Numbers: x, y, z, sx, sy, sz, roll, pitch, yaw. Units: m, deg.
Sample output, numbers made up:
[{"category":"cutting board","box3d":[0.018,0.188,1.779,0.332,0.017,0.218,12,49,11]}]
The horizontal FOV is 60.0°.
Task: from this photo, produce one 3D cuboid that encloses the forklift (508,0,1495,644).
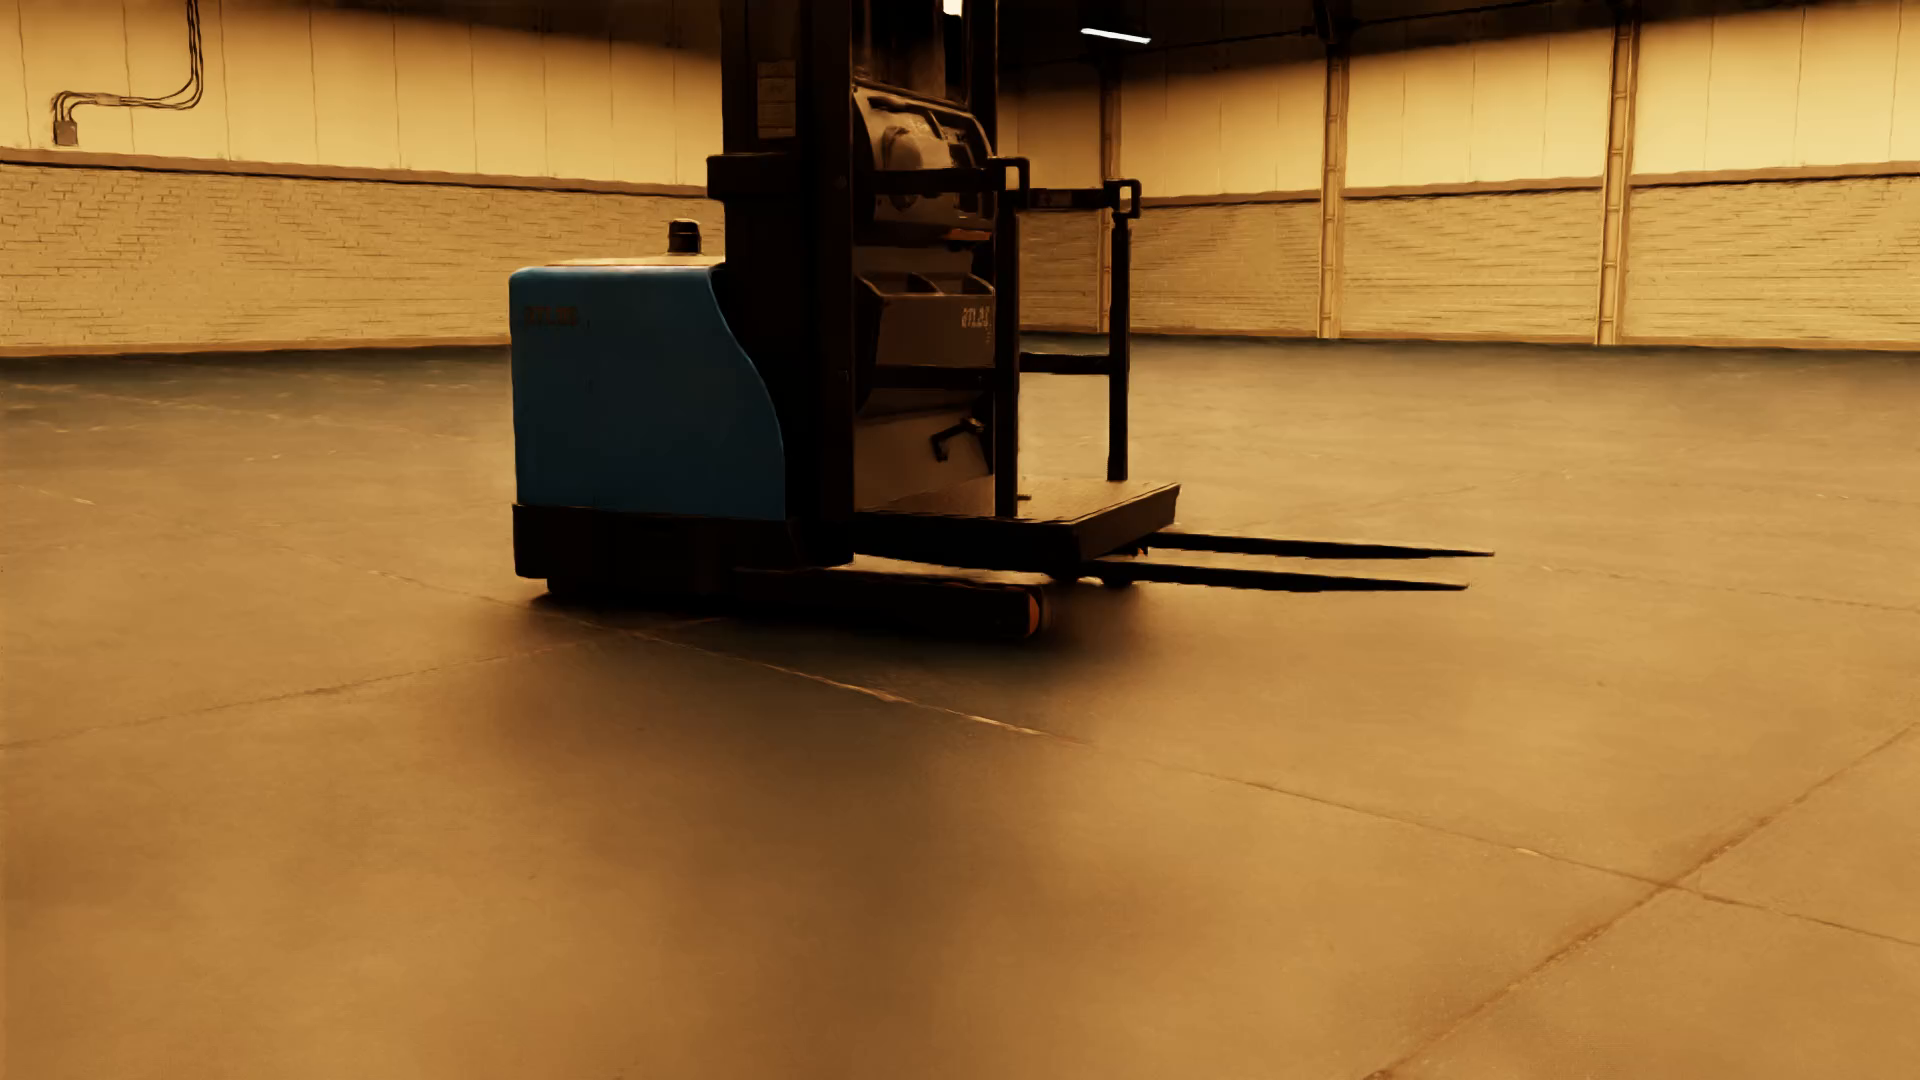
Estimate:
[{"category":"forklift","box3d":[0.091,-1.242,5.120,3.031,2.935,1.130,4,9,24]}]
